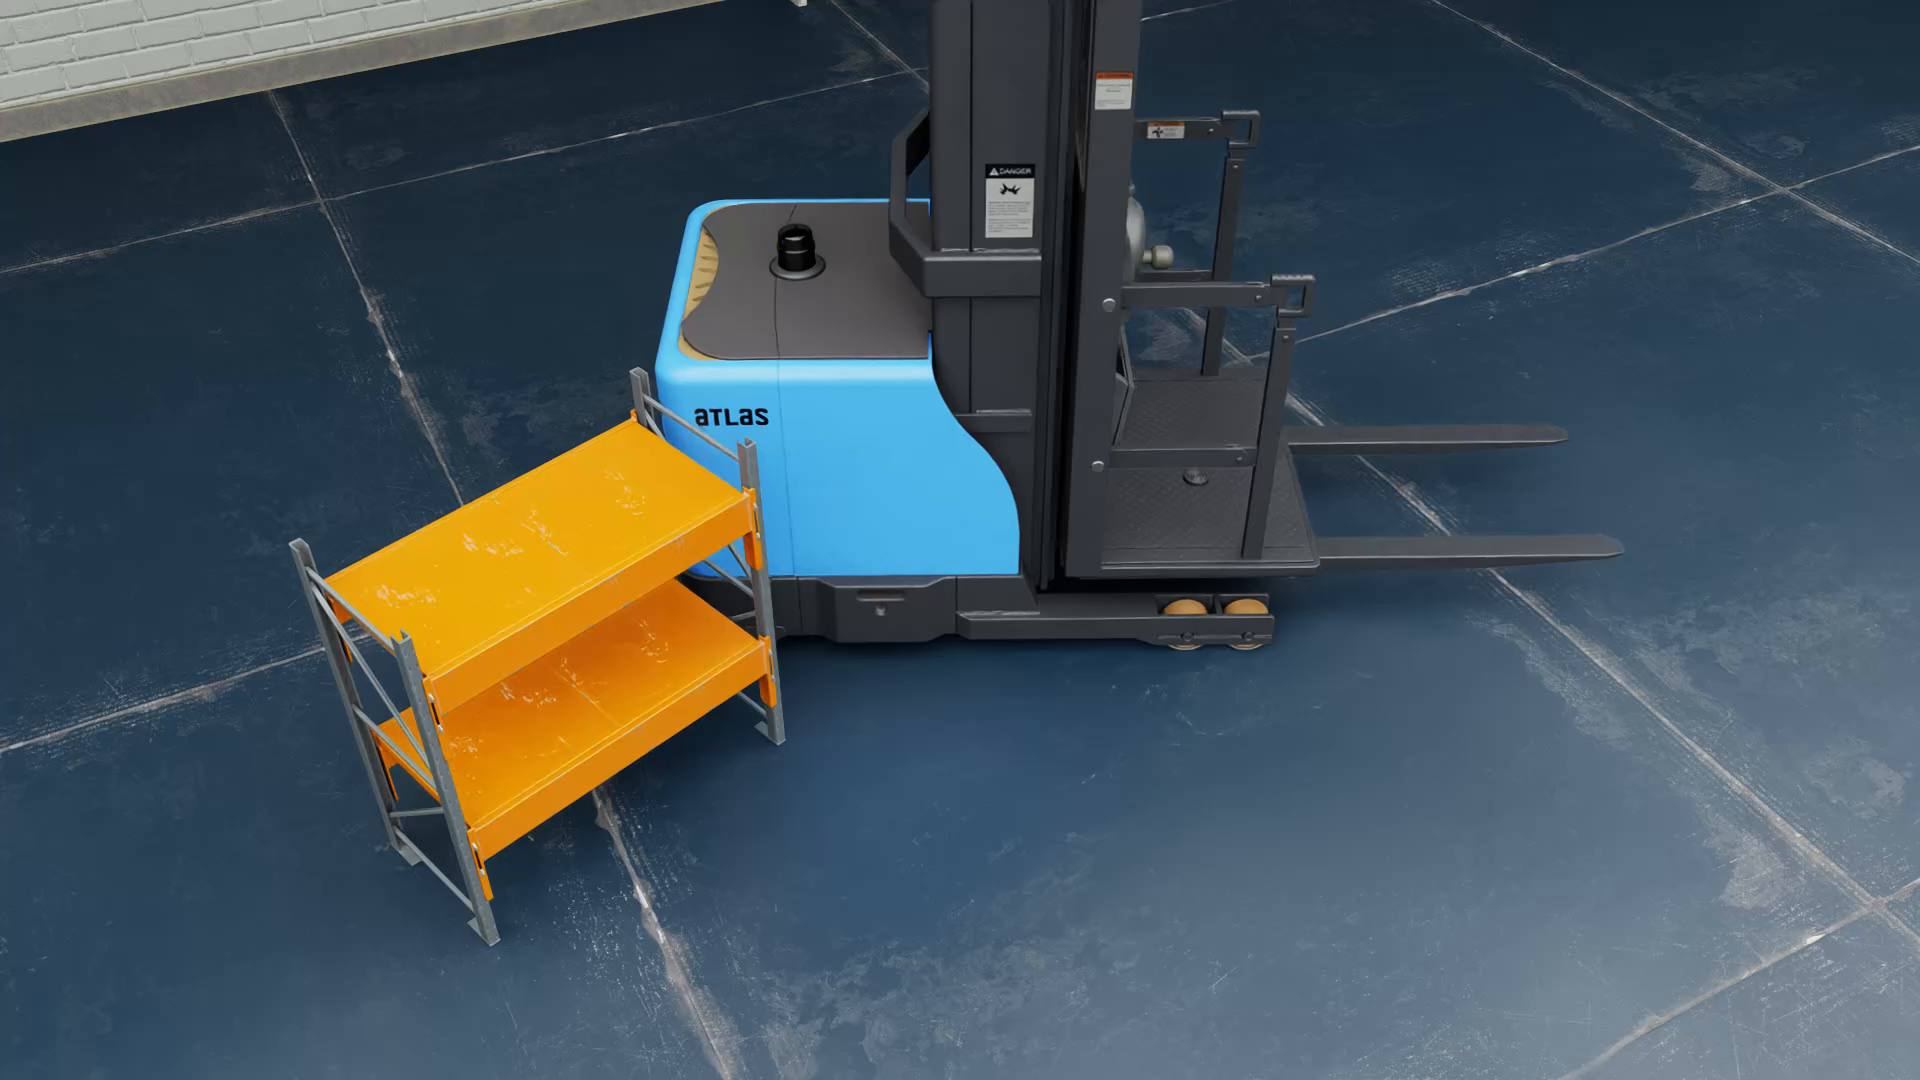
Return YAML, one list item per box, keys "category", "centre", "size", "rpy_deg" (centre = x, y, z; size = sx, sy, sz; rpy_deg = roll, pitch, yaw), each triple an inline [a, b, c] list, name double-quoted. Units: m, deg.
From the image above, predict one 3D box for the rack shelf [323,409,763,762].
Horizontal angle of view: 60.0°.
- category: "rack shelf"
  centre: [-1.072, 0.084, 4.327]
  size: [0.538, 0.278, 1.000]
  rpy_deg: [32, 50, 32]

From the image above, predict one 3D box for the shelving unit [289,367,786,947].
- category: "shelving unit"
  centre: [-1.072, 0.308, 4.516]
  size: [0.538, 1.125, 1.048]
  rpy_deg: [32, 50, 32]

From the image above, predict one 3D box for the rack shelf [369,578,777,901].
- category: "rack shelf"
  centre: [-1.072, 0.494, 4.674]
  size: [0.538, 0.278, 1.000]
  rpy_deg: [32, 50, 32]

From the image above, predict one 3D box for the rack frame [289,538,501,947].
- category: "rack frame"
  centre: [-1.426, 0.543, 4.238]
  size: [0.500, 1.125, 0.032]
  rpy_deg: [32, 50, 32]

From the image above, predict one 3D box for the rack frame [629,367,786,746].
- category: "rack frame"
  centre: [-0.717, 0.073, 4.794]
  size: [0.500, 1.125, 0.032]
  rpy_deg: [32, 50, 32]

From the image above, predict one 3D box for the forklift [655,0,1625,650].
- category: "forklift"
  centre: [0.626, -1.110, 4.793]
  size: [3.031, 2.935, 1.130]
  rpy_deg: [-1, 40, -1]
